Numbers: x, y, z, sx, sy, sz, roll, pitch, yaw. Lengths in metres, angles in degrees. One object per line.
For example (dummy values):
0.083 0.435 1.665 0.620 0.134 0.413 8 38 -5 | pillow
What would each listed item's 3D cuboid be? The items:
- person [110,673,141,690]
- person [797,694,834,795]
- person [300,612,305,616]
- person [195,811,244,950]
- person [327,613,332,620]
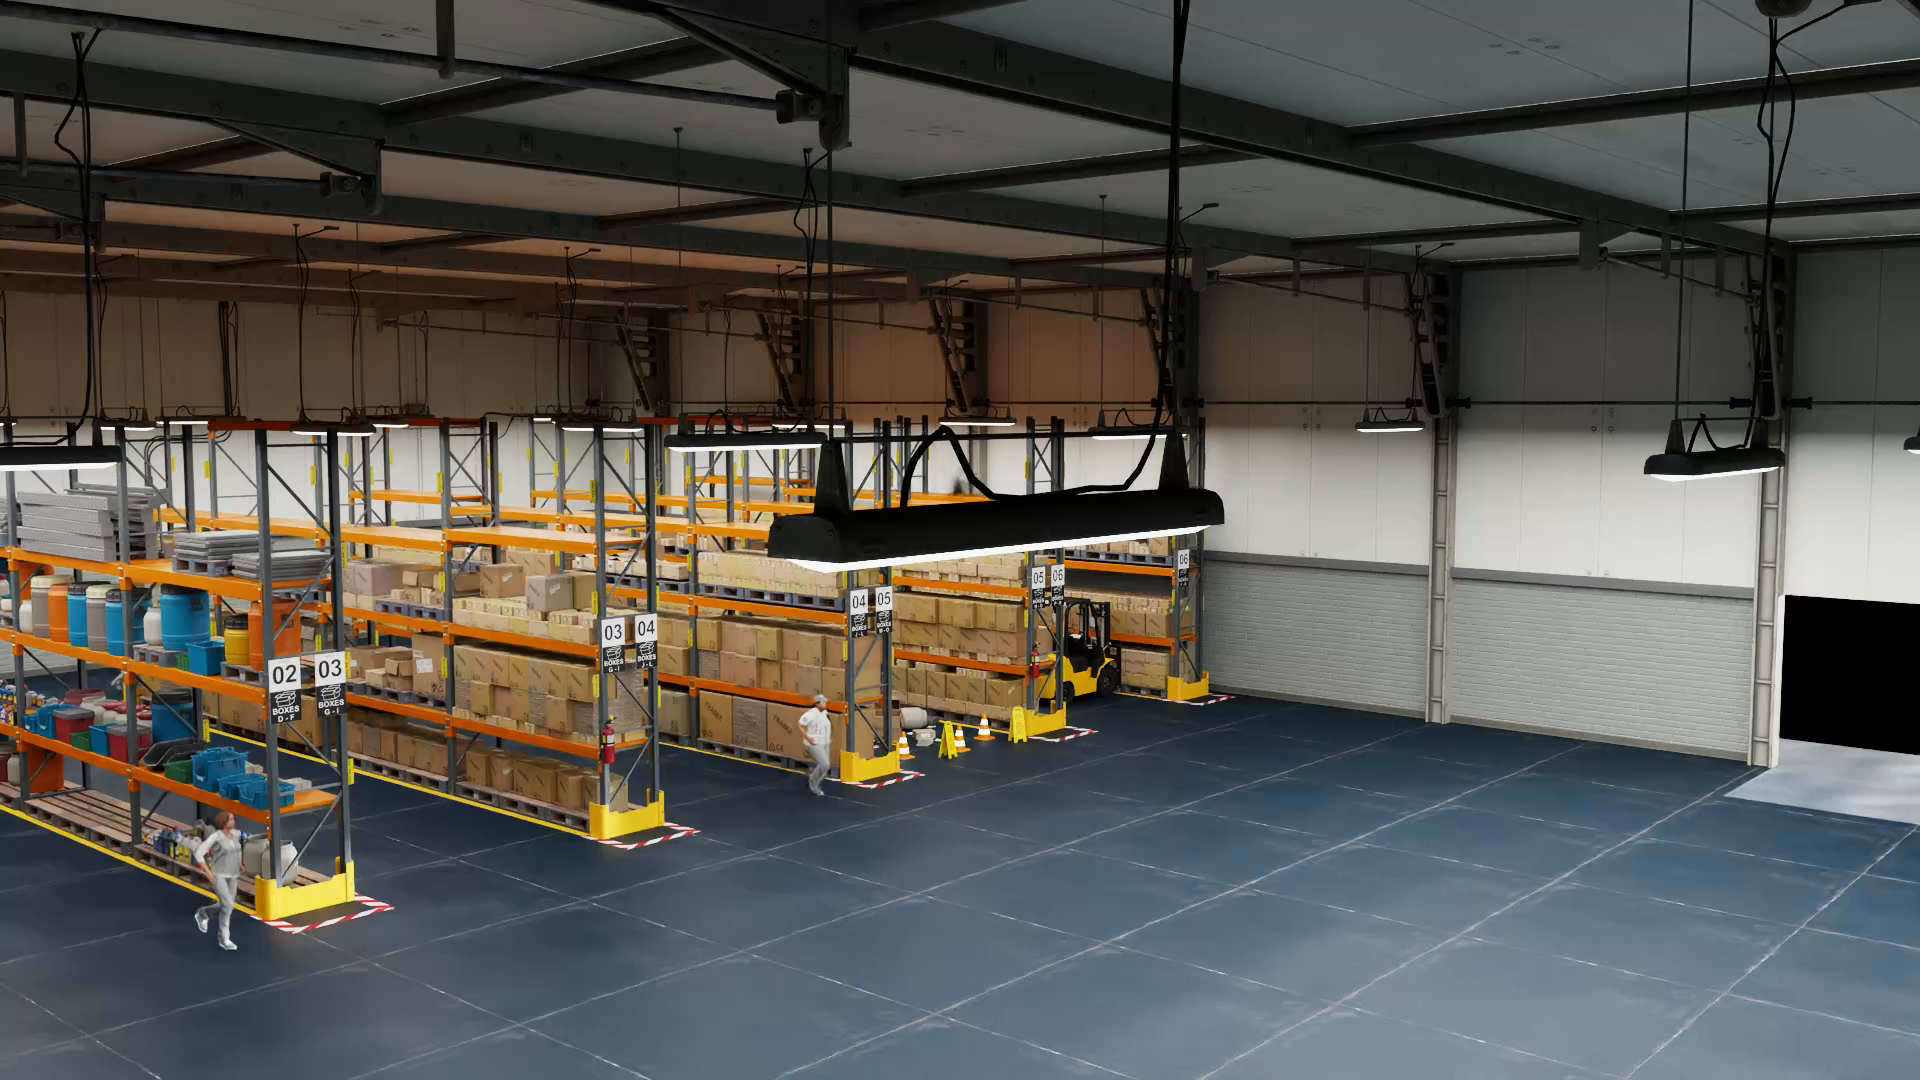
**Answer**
-17.944 2.460 36.064 0.925 1.777 0.716 -3 5 -28 | person
-2.243 3.298 26.739 0.556 1.632 0.629 3 6 35 | person
-14.925 2.435 37.360 0.697 1.635 0.667 -2 5 -18 | person
-8.654 3.953 19.465 0.692 1.572 0.582 2 5 23 | person
-13.926 2.447 36.736 0.685 1.739 0.613 4 6 43 | person
